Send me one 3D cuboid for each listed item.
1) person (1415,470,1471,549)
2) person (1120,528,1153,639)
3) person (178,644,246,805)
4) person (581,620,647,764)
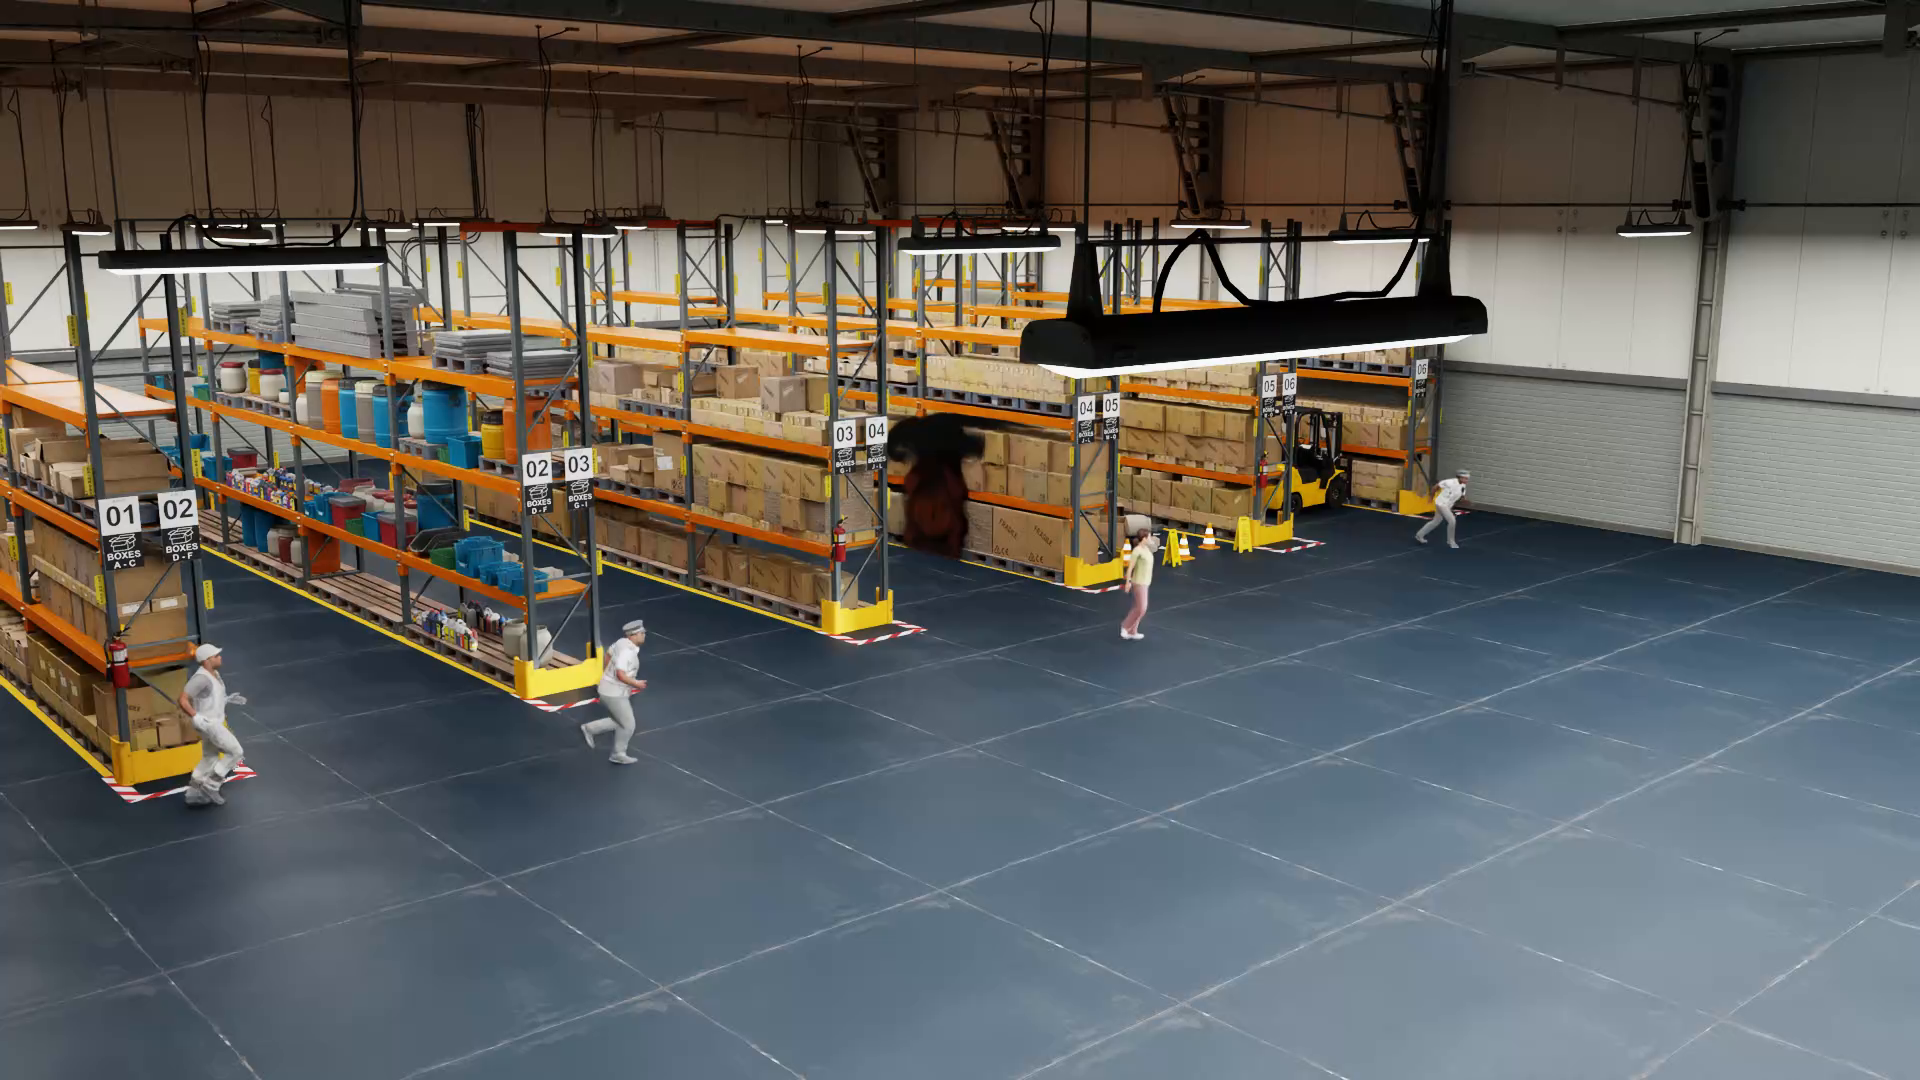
[{"bbox_3d":[9.038,-0.614,31.074,0.593,1.478,1.067,-10,15,-41],"label":"person"},{"bbox_3d":[2.594,0.651,24.402,0.432,1.654,0.578,6,13,28],"label":"person"},{"bbox_3d":[-7.948,1.955,17.682,0.677,1.750,0.647,-3,12,-16],"label":"person"},{"bbox_3d":[-3.945,1.761,18.993,0.764,1.706,0.653,-2,12,-8],"label":"person"}]
